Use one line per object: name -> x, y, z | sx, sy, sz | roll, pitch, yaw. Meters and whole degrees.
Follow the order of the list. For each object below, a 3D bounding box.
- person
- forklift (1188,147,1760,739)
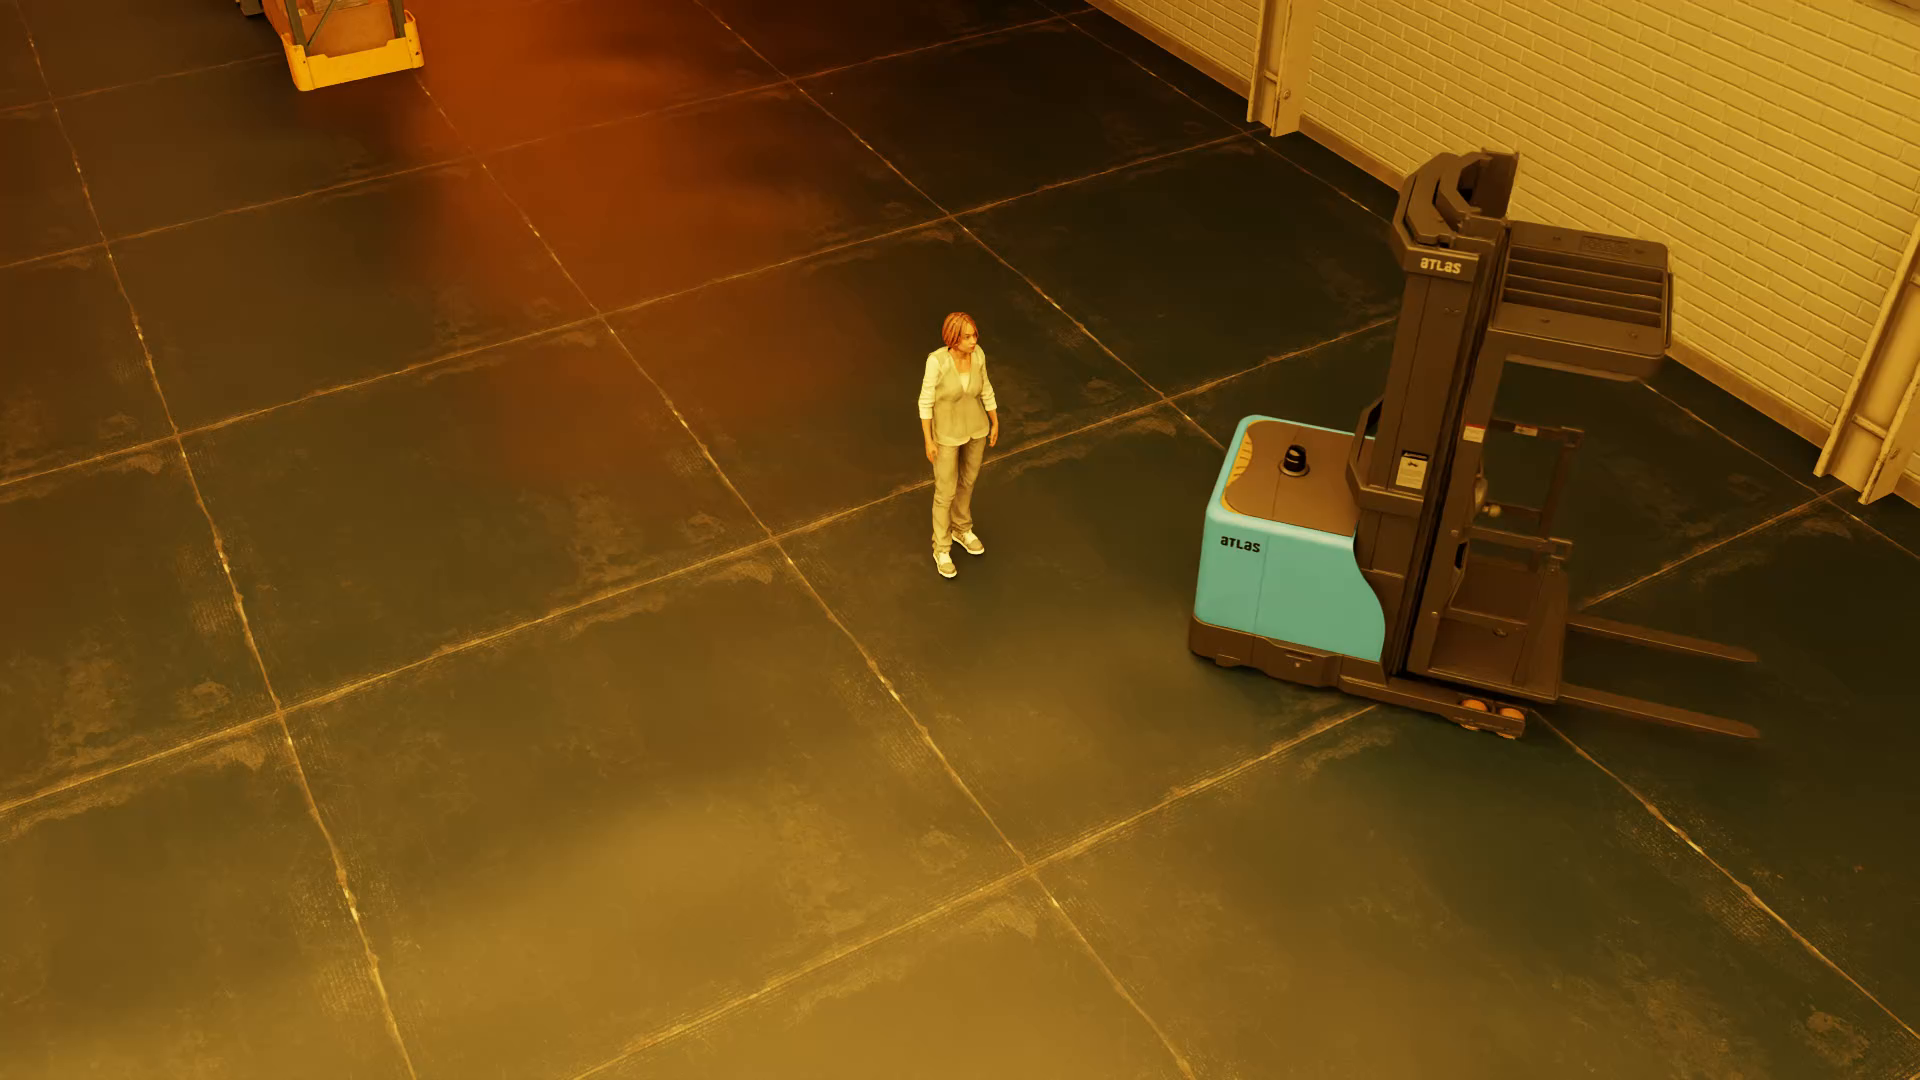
person -> 0.025, -0.570, 9.768 | 0.521, 1.582, 0.475 | -20, 44, -23
forklift -> 2.877, -0.436, 8.562 | 3.031, 2.935, 1.130 | 13, 41, 15
